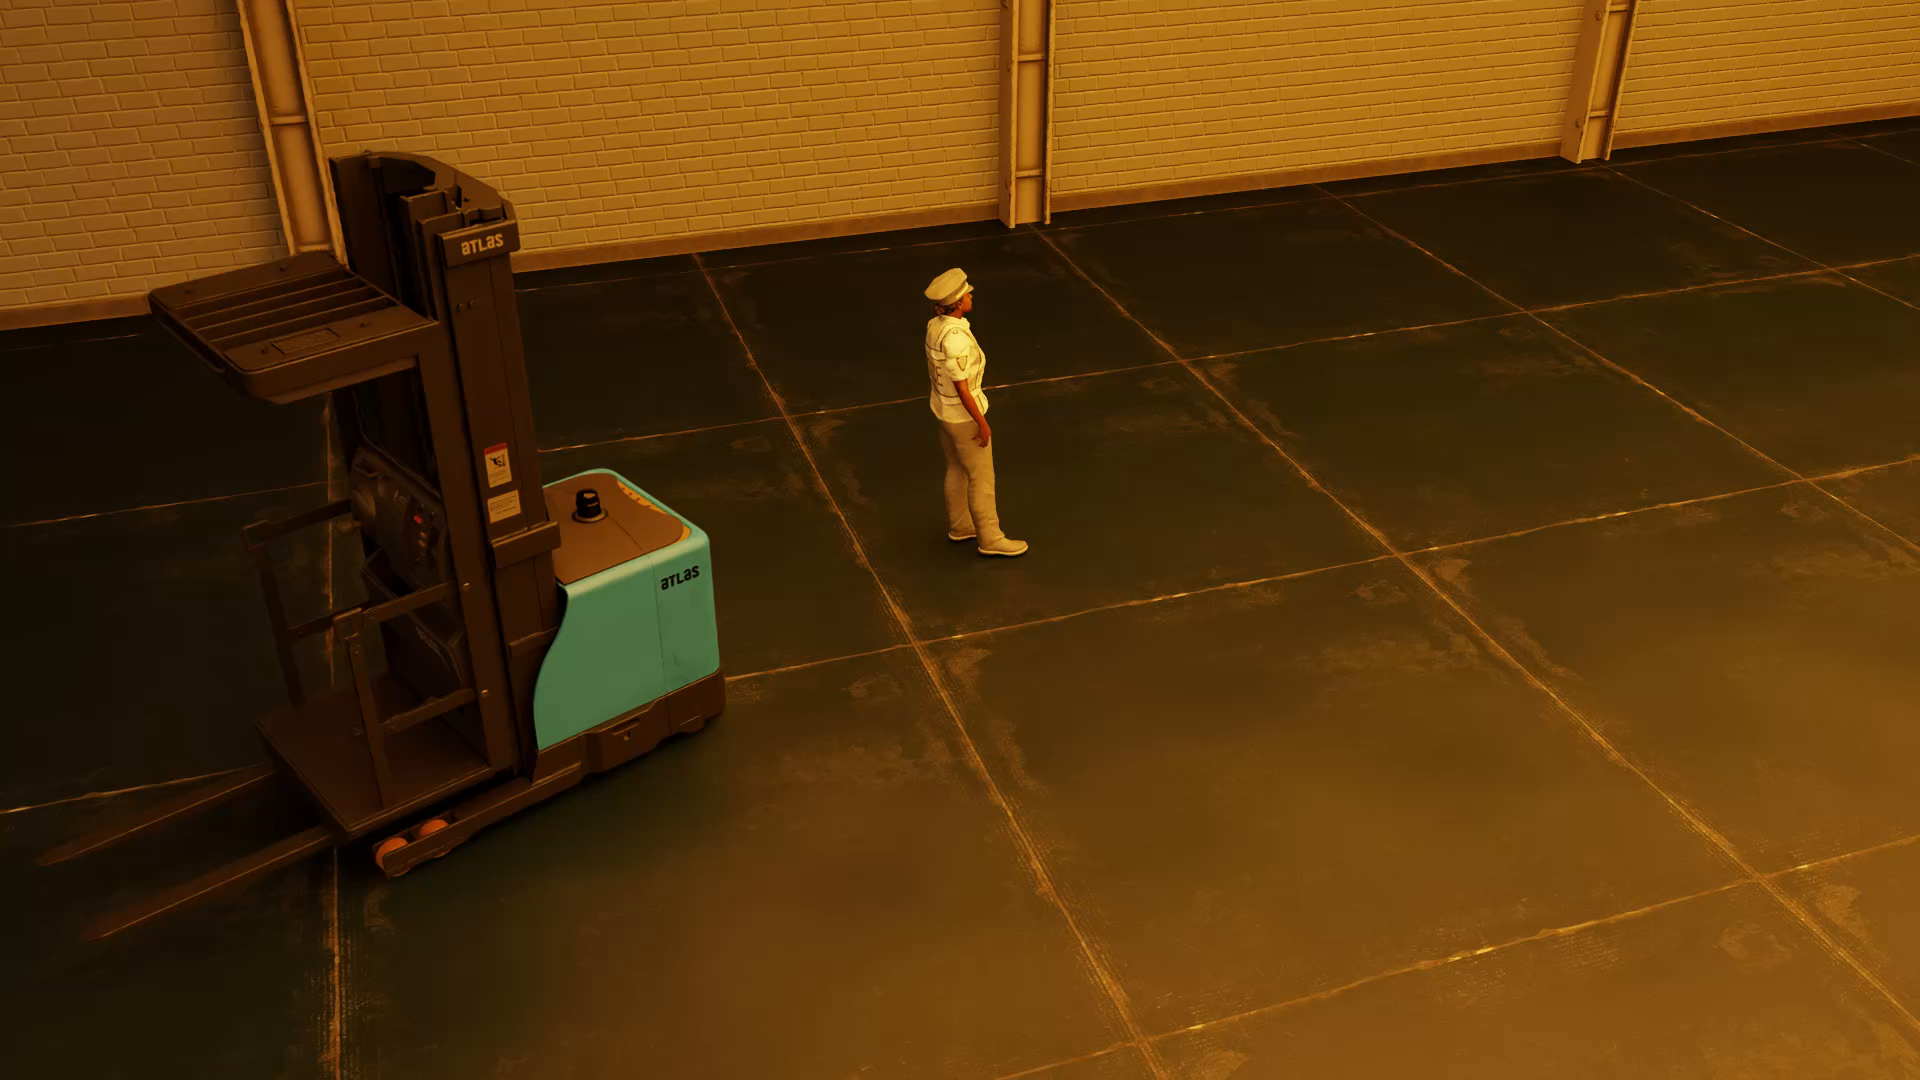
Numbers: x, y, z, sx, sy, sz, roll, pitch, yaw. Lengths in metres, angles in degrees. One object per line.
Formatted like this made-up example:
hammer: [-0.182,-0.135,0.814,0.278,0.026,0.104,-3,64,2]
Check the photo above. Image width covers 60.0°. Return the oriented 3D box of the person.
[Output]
person: [0.078,-0.744,9.604,0.528,1.697,0.570,-10,31,-16]

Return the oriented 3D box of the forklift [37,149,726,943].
forklift: [-2.628,-0.067,7.204,3.031,2.935,1.130,-23,37,-35]
